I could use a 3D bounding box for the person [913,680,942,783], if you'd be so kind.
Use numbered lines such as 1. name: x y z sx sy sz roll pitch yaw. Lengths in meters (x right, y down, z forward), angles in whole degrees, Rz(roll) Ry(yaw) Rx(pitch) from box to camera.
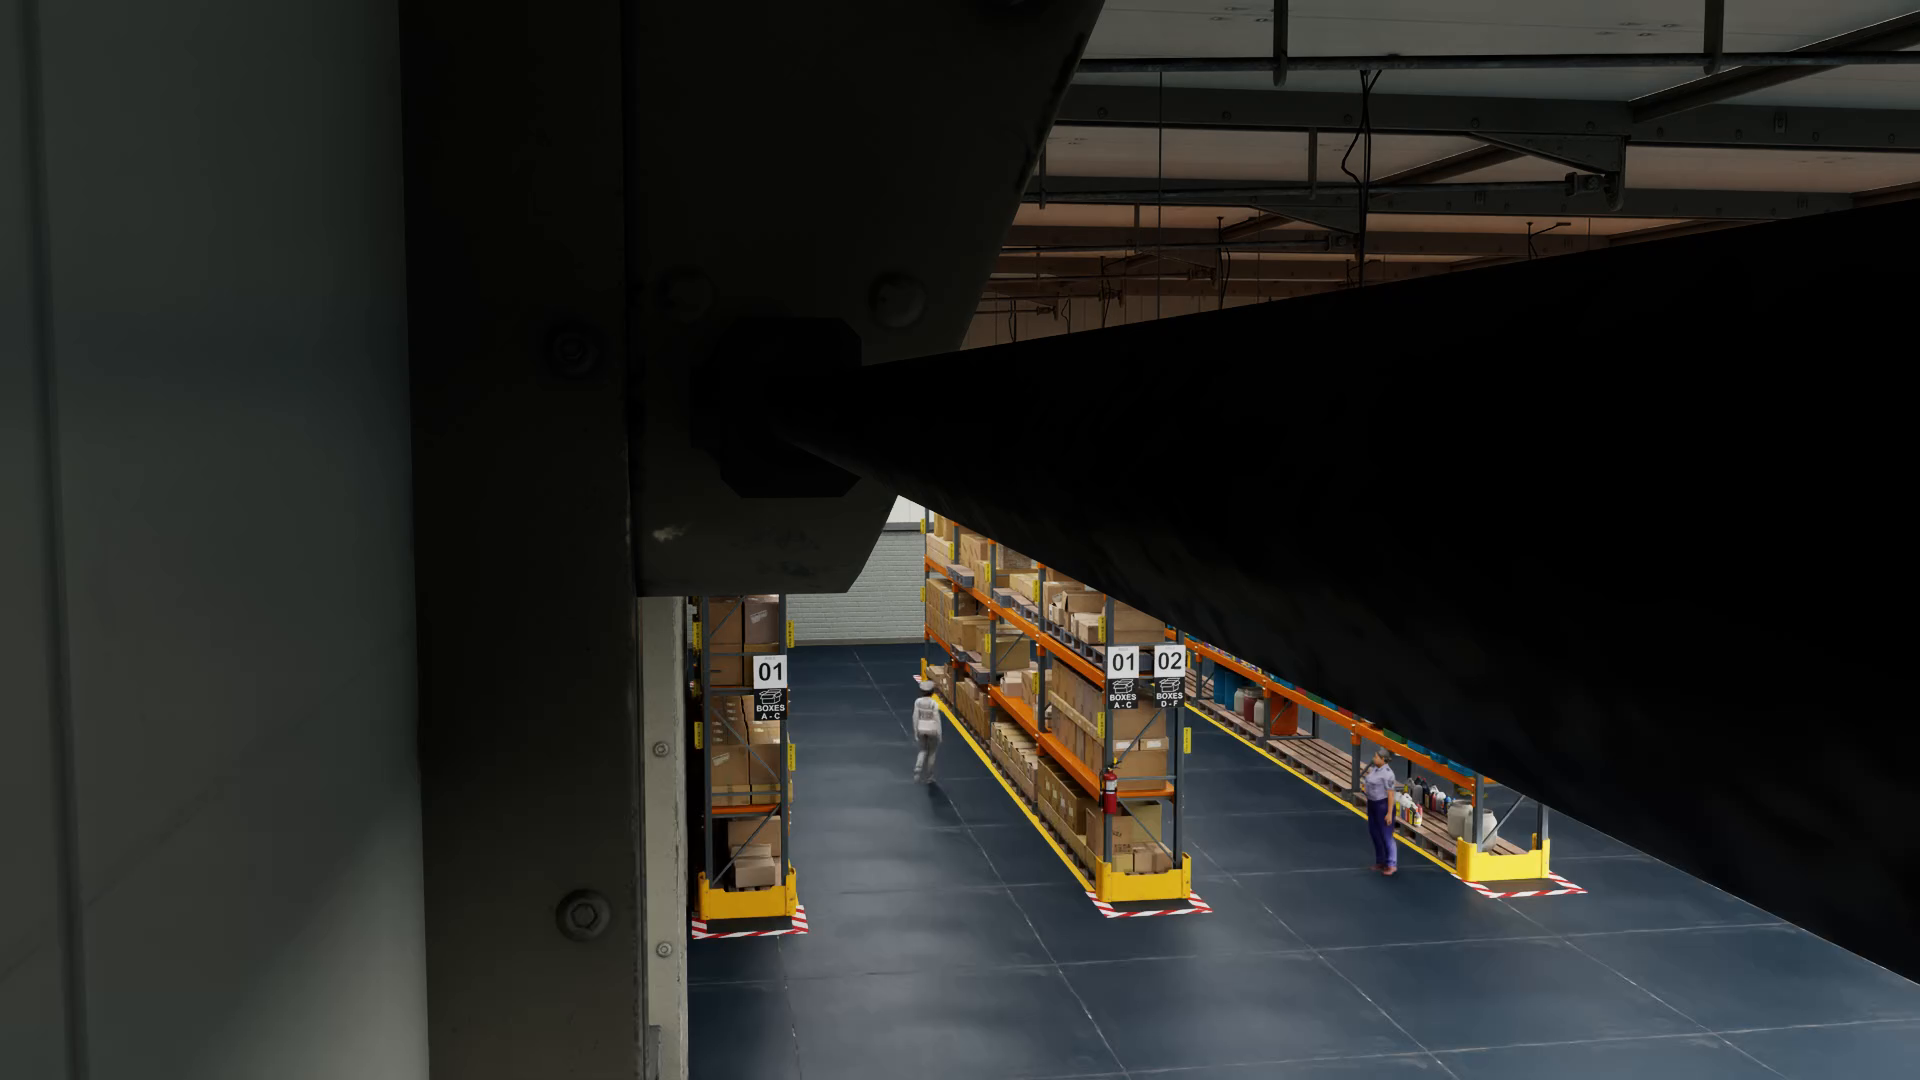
1. person: -0.539 3.111 26.889 0.495 1.685 0.496 2 6 25

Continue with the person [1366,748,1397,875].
1. person: 5.580 3.601 21.971 0.381 1.671 0.571 -1 5 -12

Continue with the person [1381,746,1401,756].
1. person: 7.623 2.861 29.270 0.419 1.780 0.634 -3 6 -29

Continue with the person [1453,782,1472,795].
1. person: 7.969 3.128 26.262 0.422 1.777 0.574 -3 6 -26
